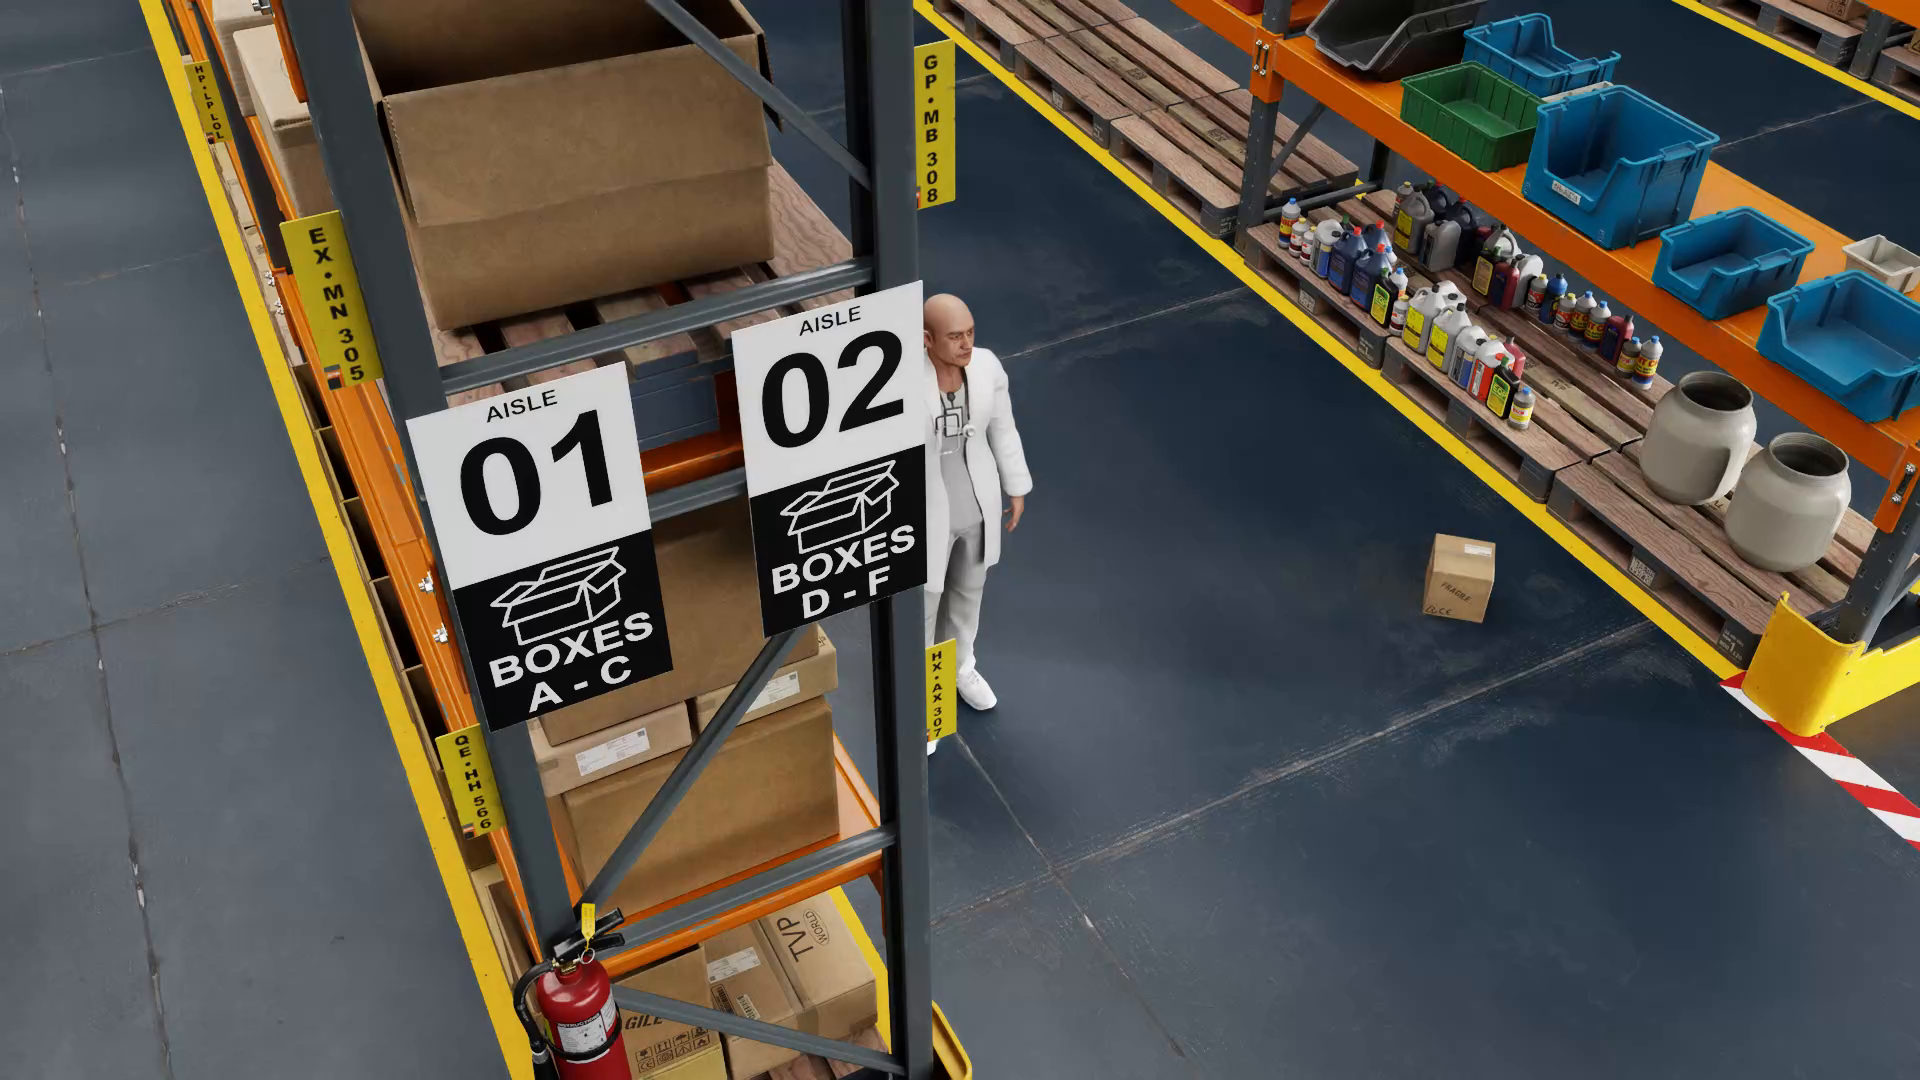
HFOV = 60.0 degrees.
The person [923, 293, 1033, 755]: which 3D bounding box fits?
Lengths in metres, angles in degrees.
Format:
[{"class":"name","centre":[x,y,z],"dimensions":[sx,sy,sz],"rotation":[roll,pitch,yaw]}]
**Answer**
[{"class":"person","centre":[-0.008,-0.059,6.224],"dimensions":[0.697,1.779,0.578],"rotation":[-19,44,-20]}]
